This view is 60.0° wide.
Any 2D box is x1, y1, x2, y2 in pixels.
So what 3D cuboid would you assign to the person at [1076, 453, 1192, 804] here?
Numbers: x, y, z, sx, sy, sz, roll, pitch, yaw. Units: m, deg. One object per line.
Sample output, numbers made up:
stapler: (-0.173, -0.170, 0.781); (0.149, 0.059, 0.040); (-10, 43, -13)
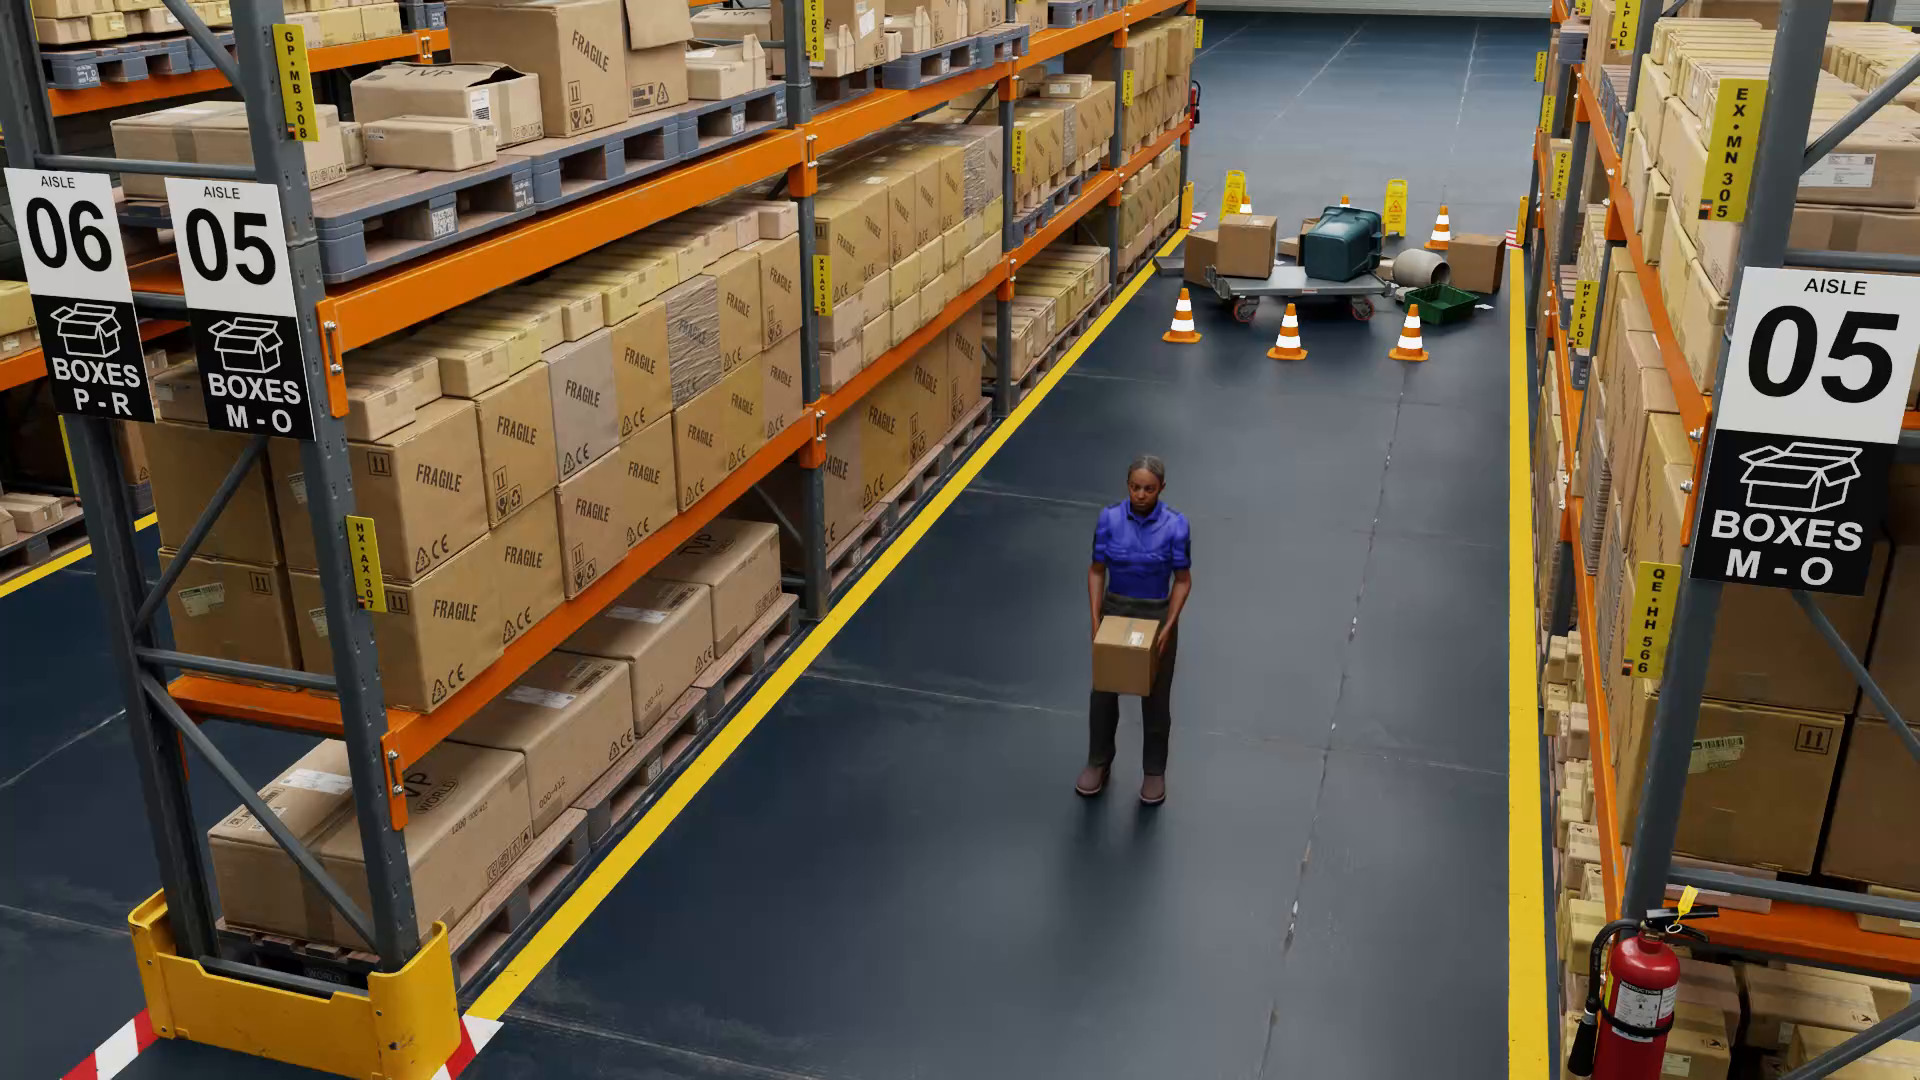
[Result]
person: (0.799, 0.407, 7.583); (0.479, 1.663, 0.405); (6, 23, 15)
